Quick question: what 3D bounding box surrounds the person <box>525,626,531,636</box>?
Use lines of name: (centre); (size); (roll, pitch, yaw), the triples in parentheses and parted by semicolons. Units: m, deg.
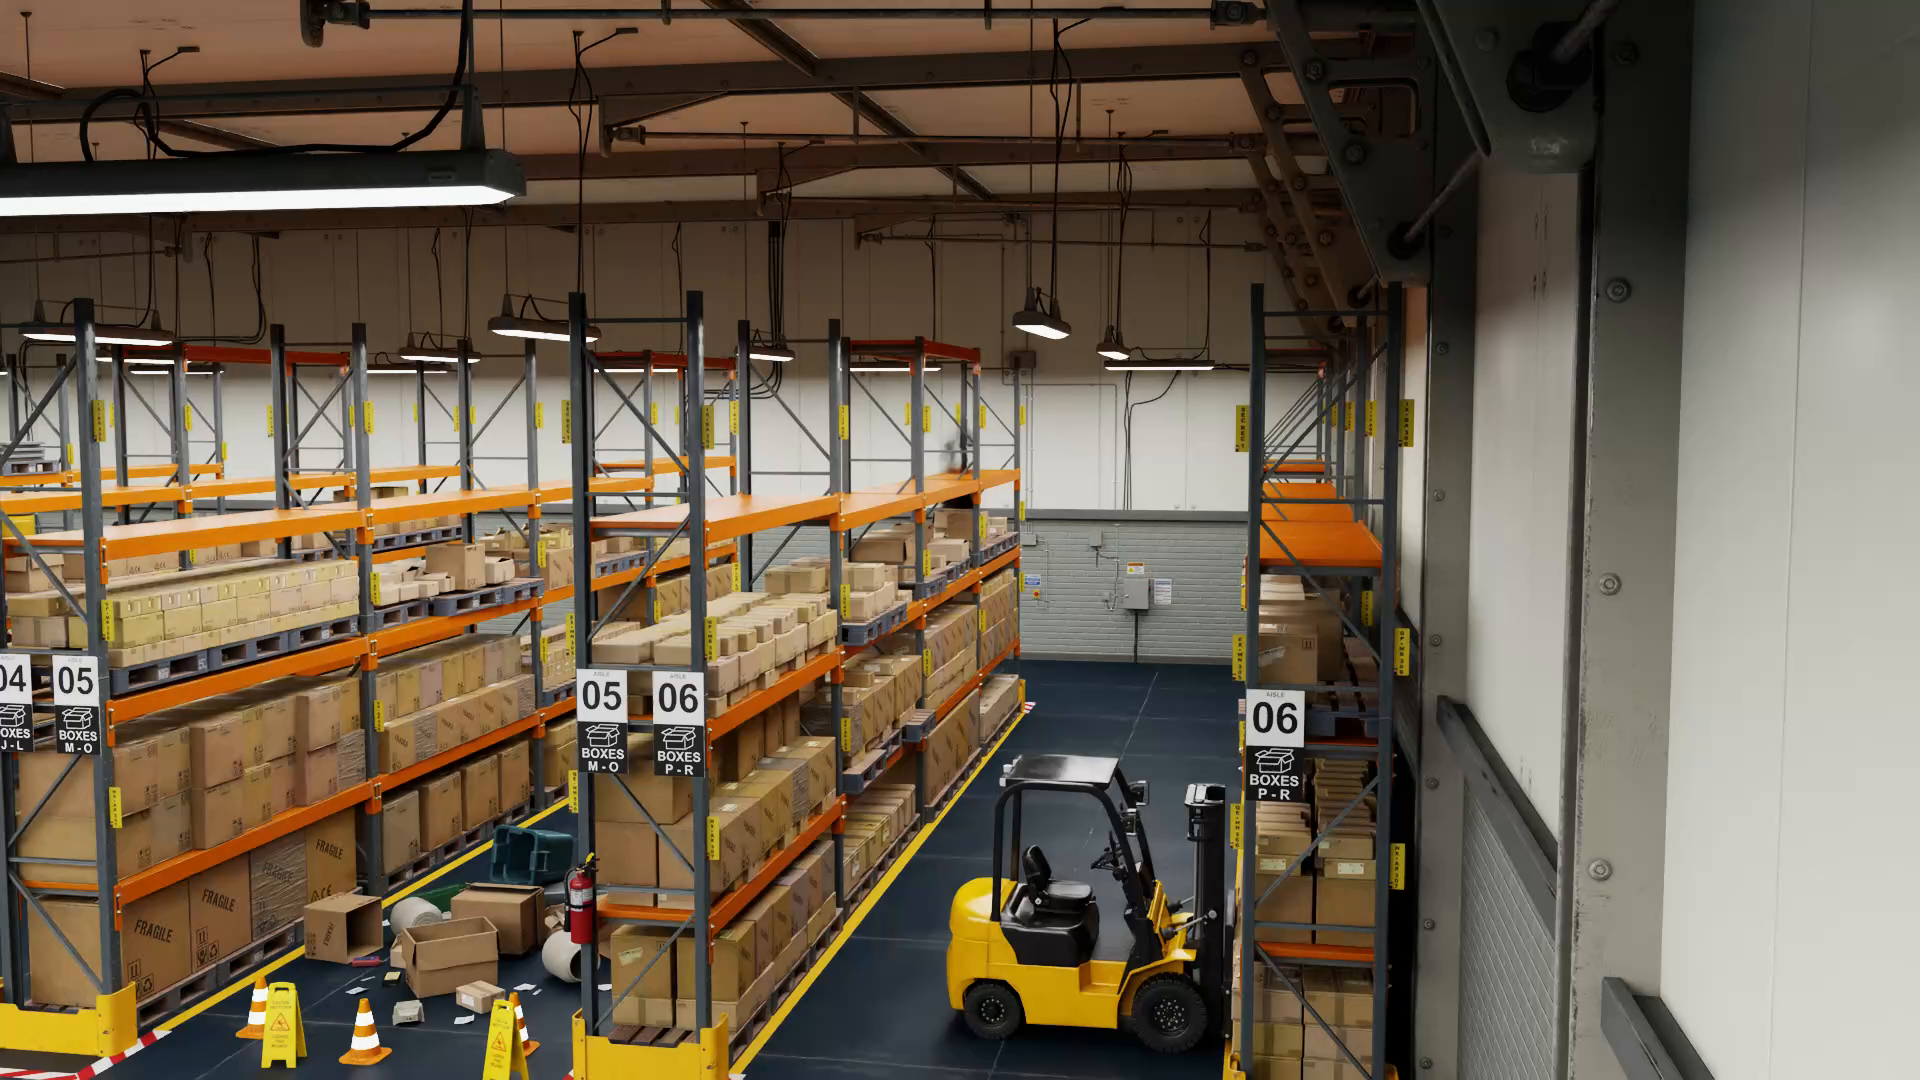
person: (-6.582, 2.219, 25.810); (0.654, 1.788, 0.801); (1, 5, 14)
